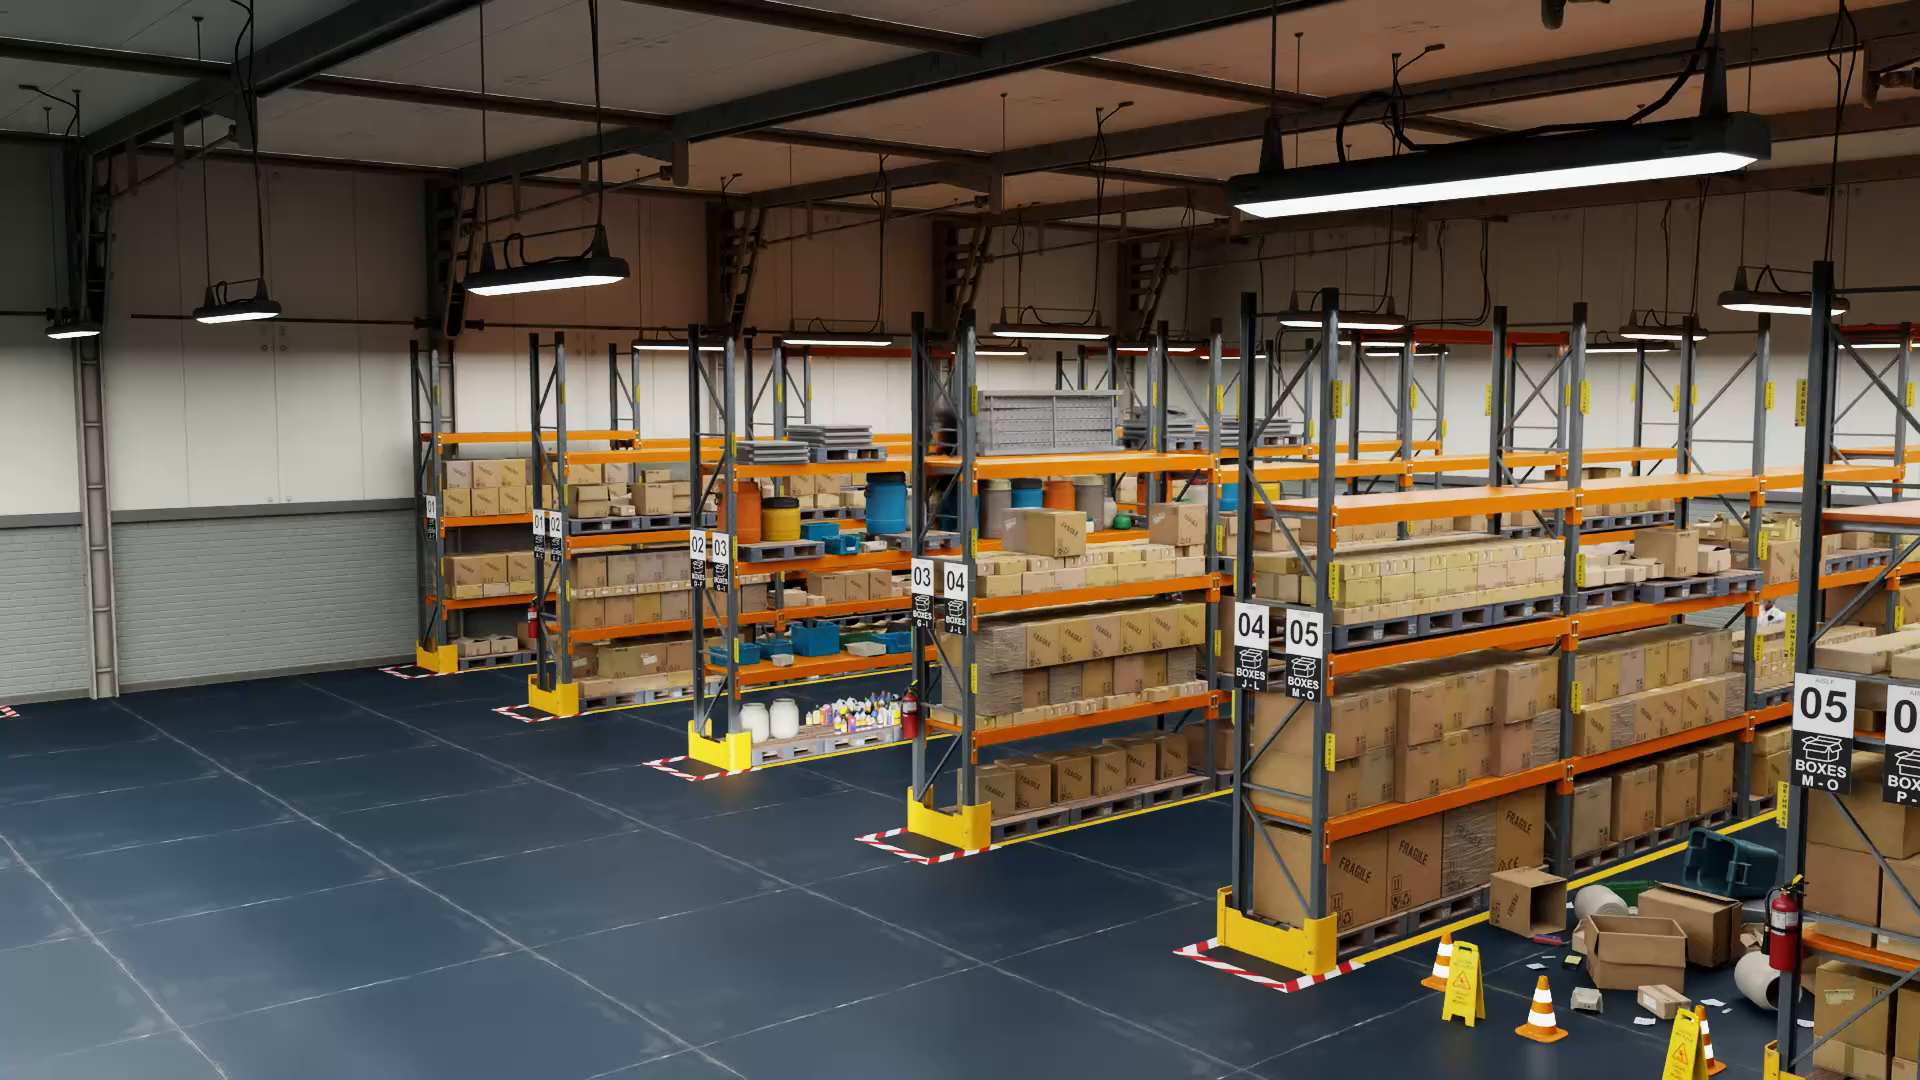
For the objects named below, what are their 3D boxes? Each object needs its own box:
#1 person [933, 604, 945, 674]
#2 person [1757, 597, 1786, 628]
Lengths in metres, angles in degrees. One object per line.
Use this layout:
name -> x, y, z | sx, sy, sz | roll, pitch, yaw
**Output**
person -> -0.393, 1.381, 28.393 | 0.766, 1.822, 0.643 | -4, 7, -40
person -> 13.317, 1.720, 27.516 | 0.978, 1.755, 0.689 | -2, 6, -21
